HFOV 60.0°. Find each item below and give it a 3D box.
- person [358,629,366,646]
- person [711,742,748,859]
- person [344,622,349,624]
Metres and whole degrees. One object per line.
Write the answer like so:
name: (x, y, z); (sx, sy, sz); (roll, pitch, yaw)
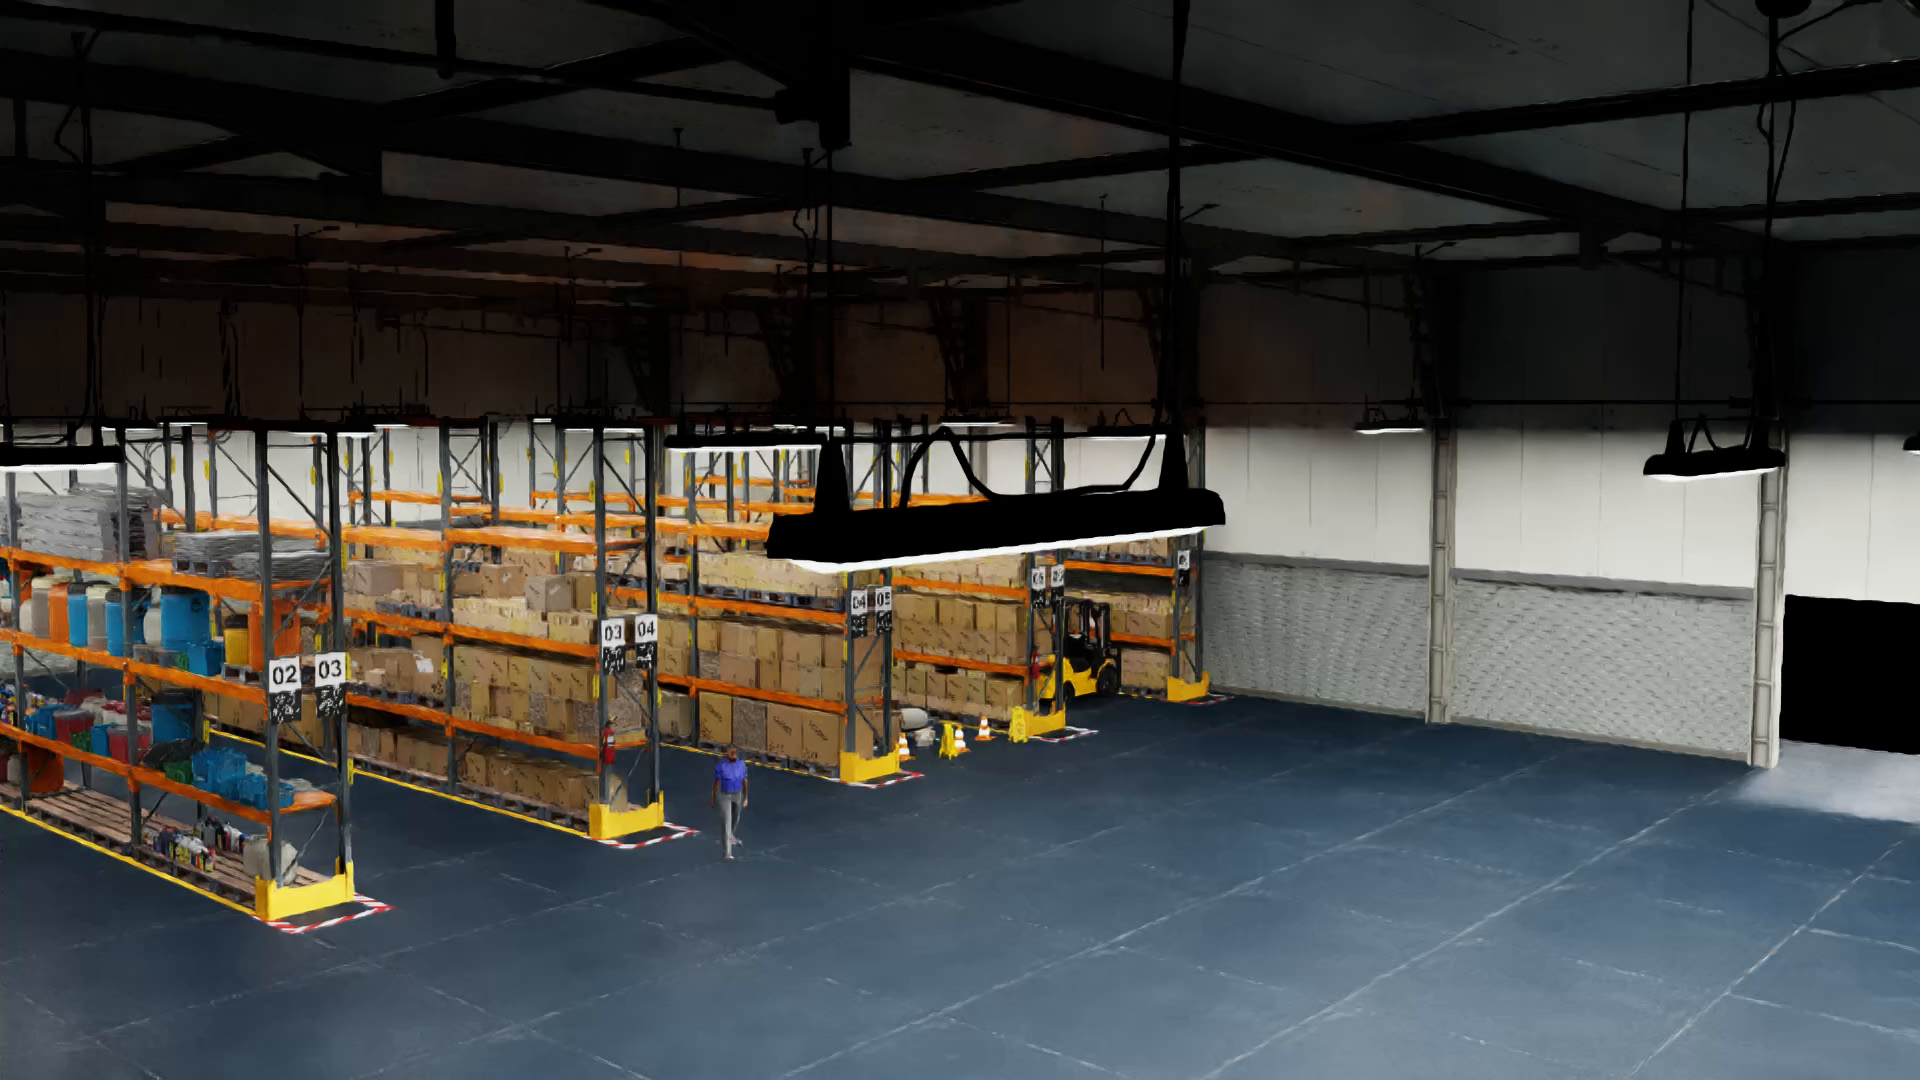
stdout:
person: (-14.834, 2.086, 40.879); (0.489, 1.717, 0.718); (0, 5, -5)
person: (-3.218, 3.602, 23.309); (0.502, 1.580, 0.944); (-2, 5, -27)
person: (-13.303, 2.542, 35.844); (1.084, 1.589, 0.494); (4, 6, 43)
